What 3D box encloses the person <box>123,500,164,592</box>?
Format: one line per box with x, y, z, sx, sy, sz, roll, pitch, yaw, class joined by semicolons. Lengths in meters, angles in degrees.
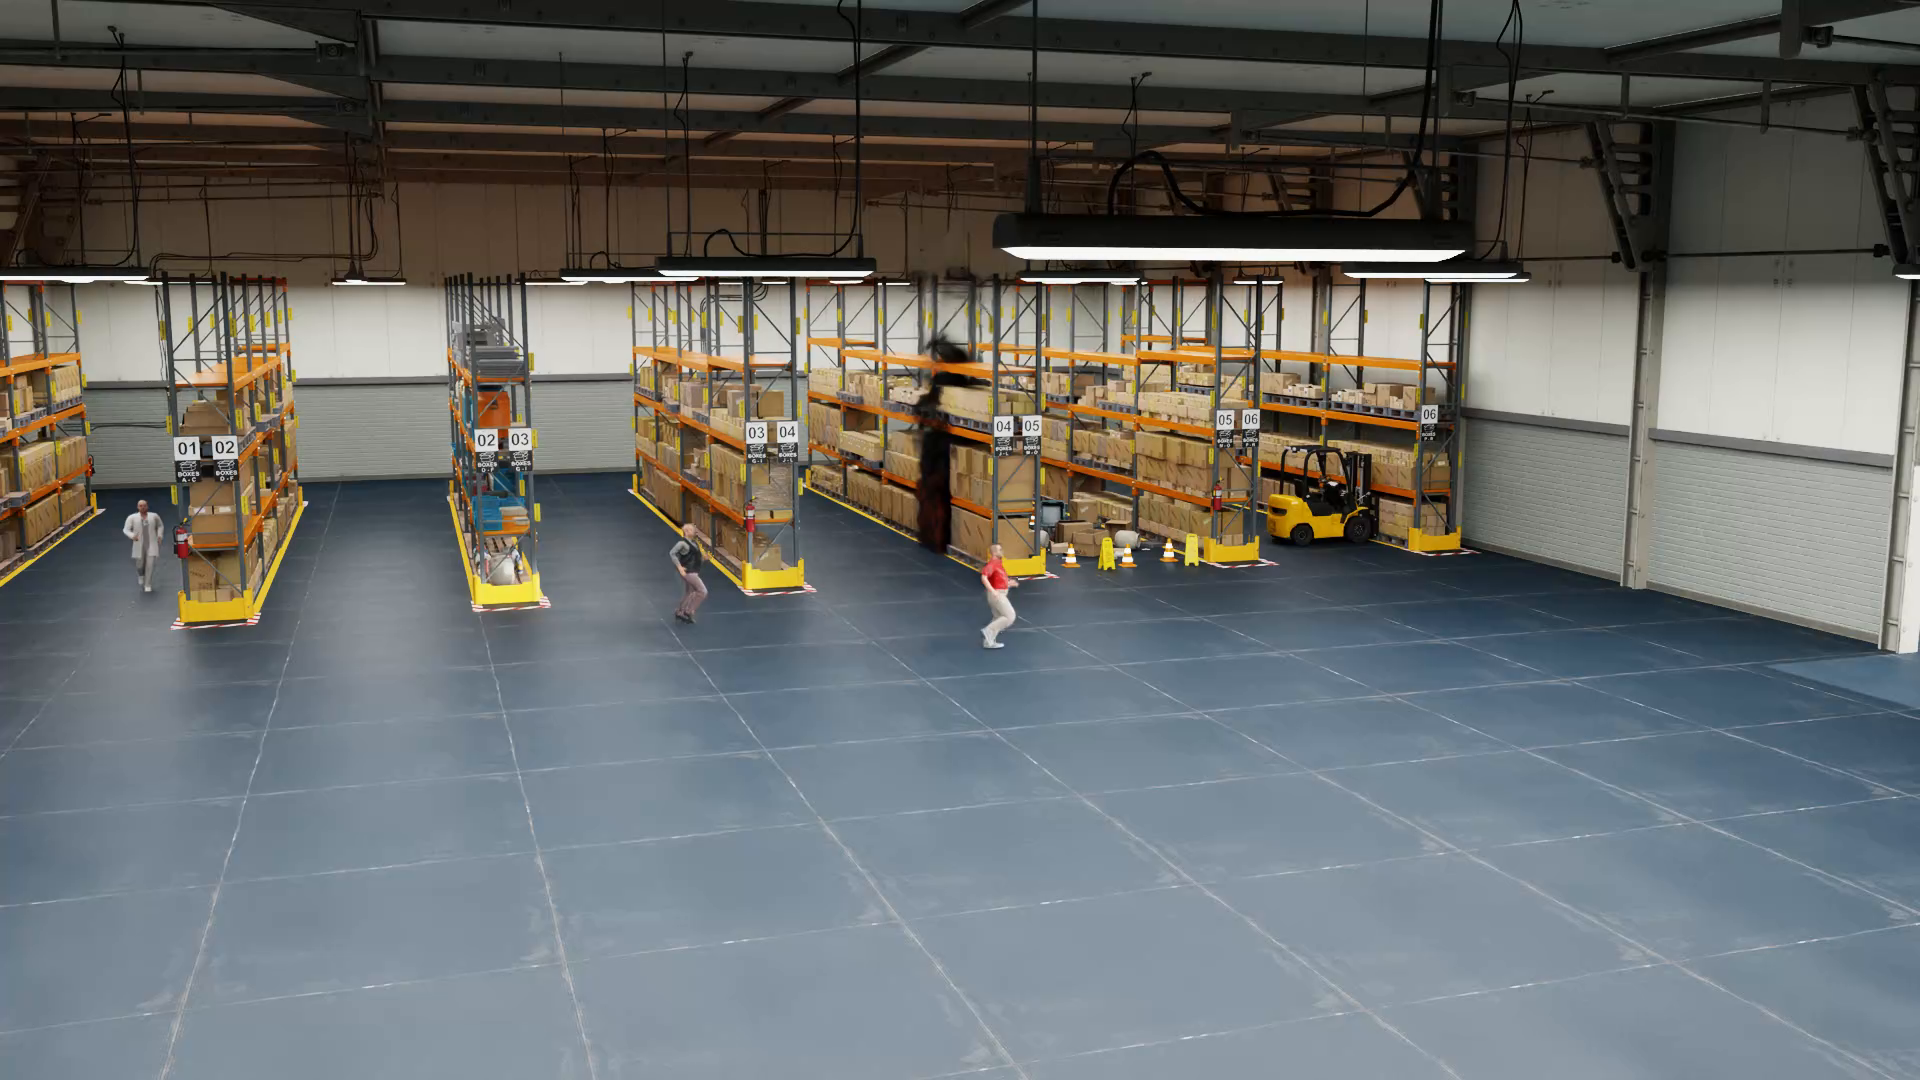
-15.497;0.102;31.630;0.709;1.737;0.757;-5;10;-29;person

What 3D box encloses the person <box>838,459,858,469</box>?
-3.416;-2.654;49.743;0.747;1.791;0.725;3;9;22;person

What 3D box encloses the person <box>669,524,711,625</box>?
-4.605;0.592;28.507;0.703;1.724;0.630;1;9;8;person

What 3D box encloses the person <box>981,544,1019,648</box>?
0.643;0.902;26.521;0.592;1.669;0.652;0;9;2;person
